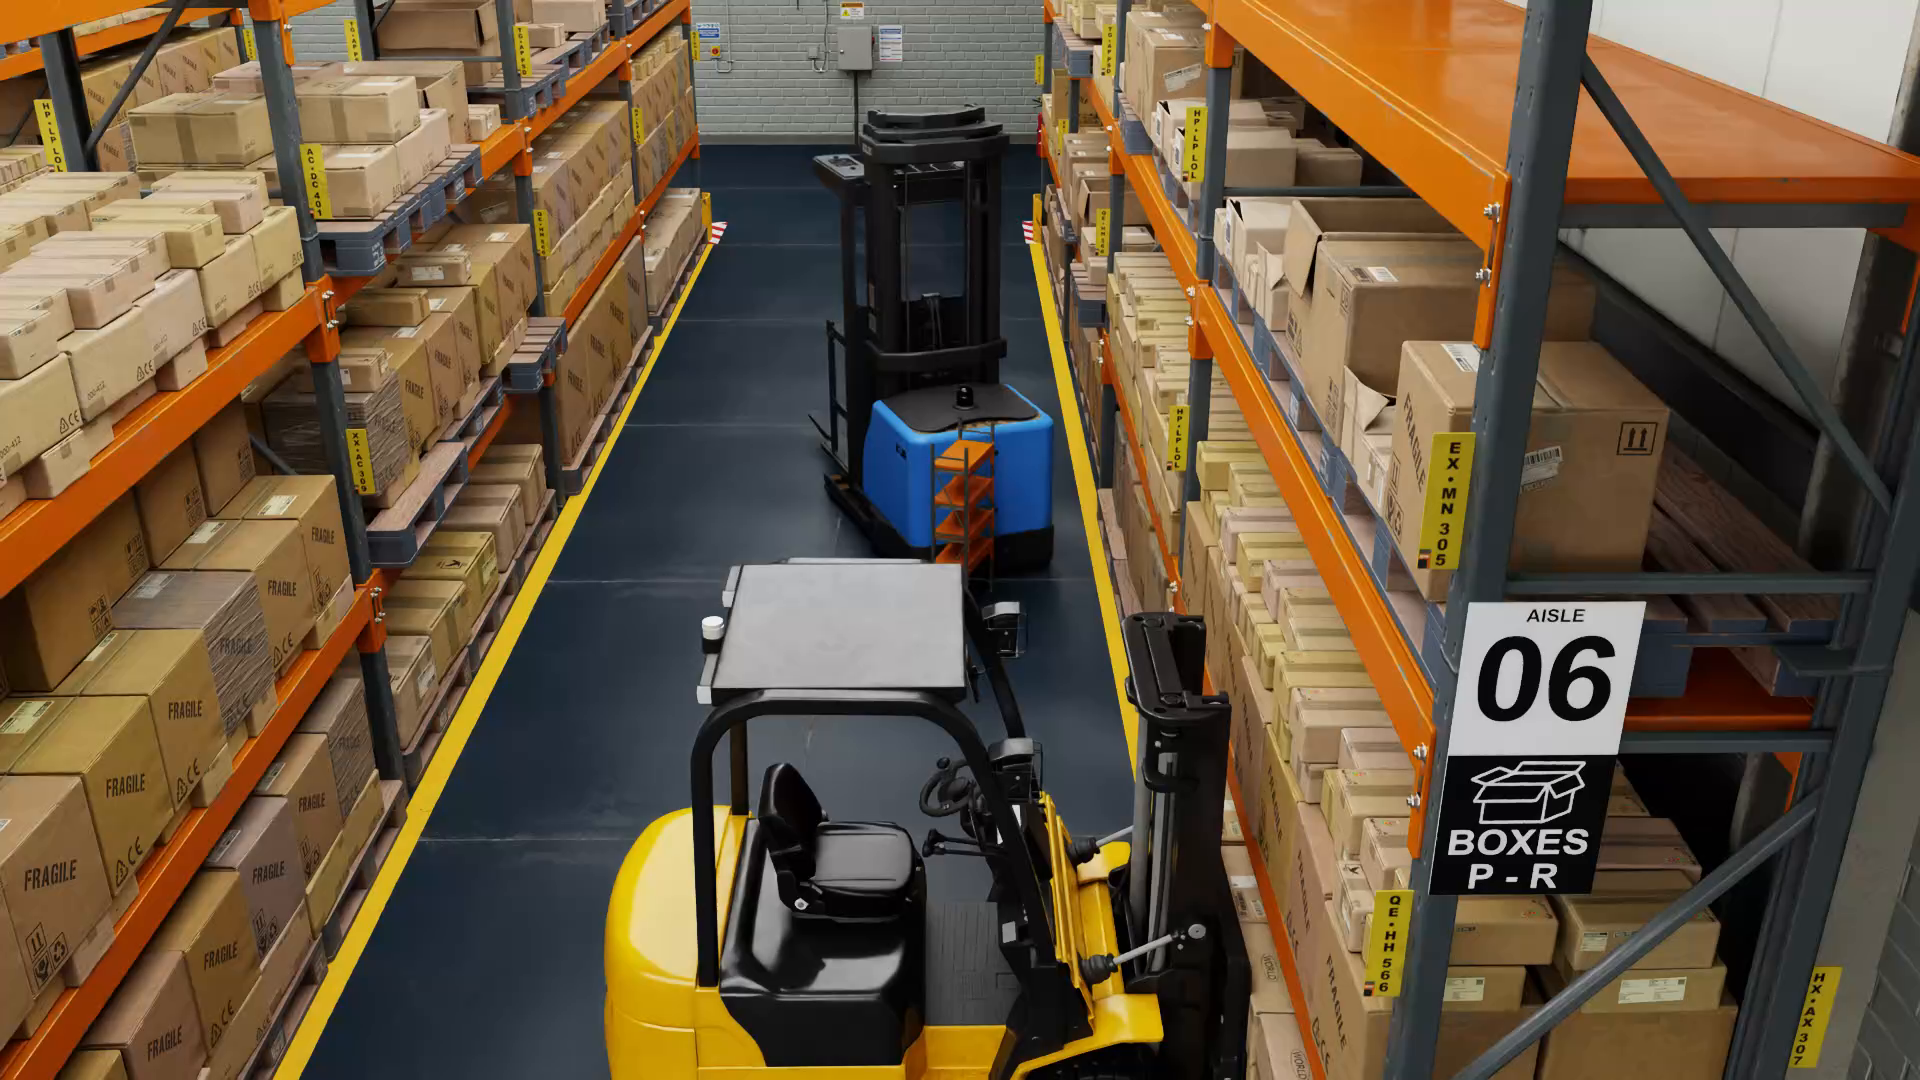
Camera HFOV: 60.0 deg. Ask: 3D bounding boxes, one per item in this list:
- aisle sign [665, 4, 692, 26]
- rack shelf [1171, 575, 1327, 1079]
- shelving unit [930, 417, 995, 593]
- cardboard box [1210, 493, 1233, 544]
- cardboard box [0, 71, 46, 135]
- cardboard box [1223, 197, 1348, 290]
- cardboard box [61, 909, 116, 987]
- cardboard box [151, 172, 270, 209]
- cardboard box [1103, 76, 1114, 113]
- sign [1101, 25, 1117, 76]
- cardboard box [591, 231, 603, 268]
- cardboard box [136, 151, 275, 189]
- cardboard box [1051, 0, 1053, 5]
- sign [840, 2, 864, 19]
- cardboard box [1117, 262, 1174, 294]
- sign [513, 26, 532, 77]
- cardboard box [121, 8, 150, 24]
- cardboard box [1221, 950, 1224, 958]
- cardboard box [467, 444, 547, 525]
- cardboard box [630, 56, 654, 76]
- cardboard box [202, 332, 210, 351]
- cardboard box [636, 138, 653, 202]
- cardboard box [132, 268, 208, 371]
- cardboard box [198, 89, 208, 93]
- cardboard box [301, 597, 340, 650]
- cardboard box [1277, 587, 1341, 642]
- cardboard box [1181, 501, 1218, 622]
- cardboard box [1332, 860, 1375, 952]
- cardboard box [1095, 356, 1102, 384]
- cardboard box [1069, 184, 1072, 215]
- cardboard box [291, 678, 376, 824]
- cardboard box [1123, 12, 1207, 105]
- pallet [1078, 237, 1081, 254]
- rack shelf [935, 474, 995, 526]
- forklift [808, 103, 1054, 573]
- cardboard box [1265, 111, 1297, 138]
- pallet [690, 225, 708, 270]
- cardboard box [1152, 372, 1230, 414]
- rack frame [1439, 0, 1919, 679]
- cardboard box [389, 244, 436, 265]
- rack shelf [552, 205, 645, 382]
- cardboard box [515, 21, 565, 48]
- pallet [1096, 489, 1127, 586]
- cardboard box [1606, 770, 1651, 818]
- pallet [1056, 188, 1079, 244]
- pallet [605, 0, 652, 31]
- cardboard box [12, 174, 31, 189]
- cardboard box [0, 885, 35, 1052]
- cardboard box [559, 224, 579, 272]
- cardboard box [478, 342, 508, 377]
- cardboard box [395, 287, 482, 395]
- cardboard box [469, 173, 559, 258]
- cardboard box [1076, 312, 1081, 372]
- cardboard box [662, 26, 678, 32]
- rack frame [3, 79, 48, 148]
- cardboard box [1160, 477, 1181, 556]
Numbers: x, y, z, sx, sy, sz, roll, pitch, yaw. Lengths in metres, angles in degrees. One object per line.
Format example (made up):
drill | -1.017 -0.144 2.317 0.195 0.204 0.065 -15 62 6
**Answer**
aisle sign | -3.208 -6.131 18.512 0.394 0.787 0.004 0 24 -1
rack shelf | 1.599 1.157 6.425 1.077 0.370 4.000 0 24 -1
shelving unit | 0.020 -0.122 10.563 0.258 1.200 0.503 9 26 18
cardboard box | 1.322 -0.097 7.415 0.380 0.149 0.250 0 24 1
cardboard box | -8.698 -4.033 15.331 0.500 0.500 0.500 -1 24 -2
cardboard box | 1.342 -1.214 6.631 0.500 0.311 0.500 0 24 1
cardboard box | -3.035 1.332 5.469 0.380 0.149 0.250 0 24 0
cardboard box | -3.165 -1.457 7.029 0.380 0.149 0.250 0 24 1
cardboard box | 1.285 -3.152 11.621 0.500 0.250 0.500 -1 24 -2
sign | 0.991 -3.244 11.015 0.100 0.325 0.005 0 24 -1
cardboard box | -3.216 -2.385 13.565 0.500 0.250 0.500 0 24 -1
cardboard box | -3.538 -1.701 7.903 0.500 0.250 0.500 -1 24 -2
cardboard box | 1.142 -5.635 17.234 0.380 0.149 0.250 0 24 -1
sign | -1.558 -7.650 24.022 0.339 0.242 0.001 0 24 -1
cardboard box | 1.246 -1.742 11.052 0.380 0.149 0.250 0 24 1
sign | -2.888 -3.223 10.969 0.100 0.325 0.005 0 24 -1
cardboard box | -8.164 -5.115 15.961 0.500 0.250 0.500 1 24 2
cardboard box | 1.279 1.662 6.655 0.500 0.250 0.500 0 24 -1
cardboard box | -3.434 -0.380 11.630 0.950 0.372 0.625 -2 24 -4
cardboard box | -3.197 -4.618 16.200 0.380 0.149 0.250 -1 24 -2
cardboard box | -3.181 -0.780 6.500 0.380 0.149 0.250 -1 24 -2
cardboard box | -3.217 -3.508 15.744 0.500 0.500 0.500 1 24 1
cardboard box | -3.115 -0.806 6.073 0.500 0.250 0.500 -1 24 -1
cardboard box | -8.188 -4.428 17.418 0.500 0.500 0.500 0 24 0
cardboard box | -3.069 0.377 7.581 0.380 0.149 0.250 0 24 1
cardboard box | 1.397 0.294 6.190 0.380 0.149 0.250 0 24 0
cardboard box | 1.321 0.144 7.671 0.500 0.500 0.500 -1 24 -2
cardboard box | 1.304 1.066 4.846 0.380 0.149 0.250 0 24 0
cardboard box | 1.241 -1.306 12.734 0.380 0.149 0.250 -1 24 -3
cardboard box | 1.121 -2.847 14.059 0.396 0.266 0.258 1 24 2
cardboard box | -3.112 0.991 7.835 0.500 0.500 0.500 -1 24 -1
cardboard box | 1.297 -2.993 10.335 0.500 0.500 0.500 0 24 0
pallet | 1.507 -2.357 13.554 1.003 0.211 1.213 0 24 -1
rack shelf | 0.020 -0.264 10.498 0.258 0.148 0.480 9 26 18
forklift | -0.372 -1.645 11.831 1.130 2.935 3.031 -9 26 -19
cardboard box | 1.633 -2.263 9.127 0.380 0.166 0.250 0 24 -1
pallet | -3.430 -3.316 18.826 1.003 0.211 1.213 0 24 -1
cardboard box | 1.245 -0.791 8.950 0.380 0.149 0.250 -1 24 -2
rack frame | 1.621 -1.080 3.218 1.000 3.000 0.127 0 24 -1
cardboard box | -3.644 -1.590 10.635 0.500 0.500 0.500 1 24 2
rack shelf | -3.452 -2.116 13.661 1.077 0.370 4.000 0 24 -1
cardboard box | -3.303 -3.941 12.957 0.380 0.166 0.250 2 24 4
pallet | 1.503 -0.033 11.567 1.003 0.211 1.213 0 24 -1
cardboard box | 1.844 0.821 5.026 0.380 0.149 0.250 0 24 0
pallet | 1.389 -2.874 14.698 1.003 0.211 1.213 0 24 -1
pallet | -3.472 -4.931 15.480 1.003 0.211 1.213 0 24 -1
cardboard box | -8.217 -3.042 14.271 0.380 0.149 0.250 1 24 2
cardboard box | -3.071 1.300 4.754 0.500 0.500 0.500 -1 24 -1
cardboard box | -3.193 -2.202 12.553 0.500 0.250 0.500 0 24 1
cardboard box | -3.057 -1.131 10.406 0.380 0.149 0.250 0 24 0
cardboard box | -3.119 -1.160 9.682 0.500 0.500 0.500 -1 24 -3
cardboard box | -3.191 -2.325 11.915 0.500 0.500 0.500 -1 24 -2
cardboard box | 1.287 -1.718 14.433 0.500 0.500 0.500 -1 24 -2
cardboard box | -3.313 -5.565 18.294 0.380 0.149 0.250 0 24 0
rack frame | -8.422 -3.204 15.193 1.000 3.000 0.127 0 24 -1
cardboard box | 1.310 -0.133 8.586 0.500 0.250 0.500 0 24 1
